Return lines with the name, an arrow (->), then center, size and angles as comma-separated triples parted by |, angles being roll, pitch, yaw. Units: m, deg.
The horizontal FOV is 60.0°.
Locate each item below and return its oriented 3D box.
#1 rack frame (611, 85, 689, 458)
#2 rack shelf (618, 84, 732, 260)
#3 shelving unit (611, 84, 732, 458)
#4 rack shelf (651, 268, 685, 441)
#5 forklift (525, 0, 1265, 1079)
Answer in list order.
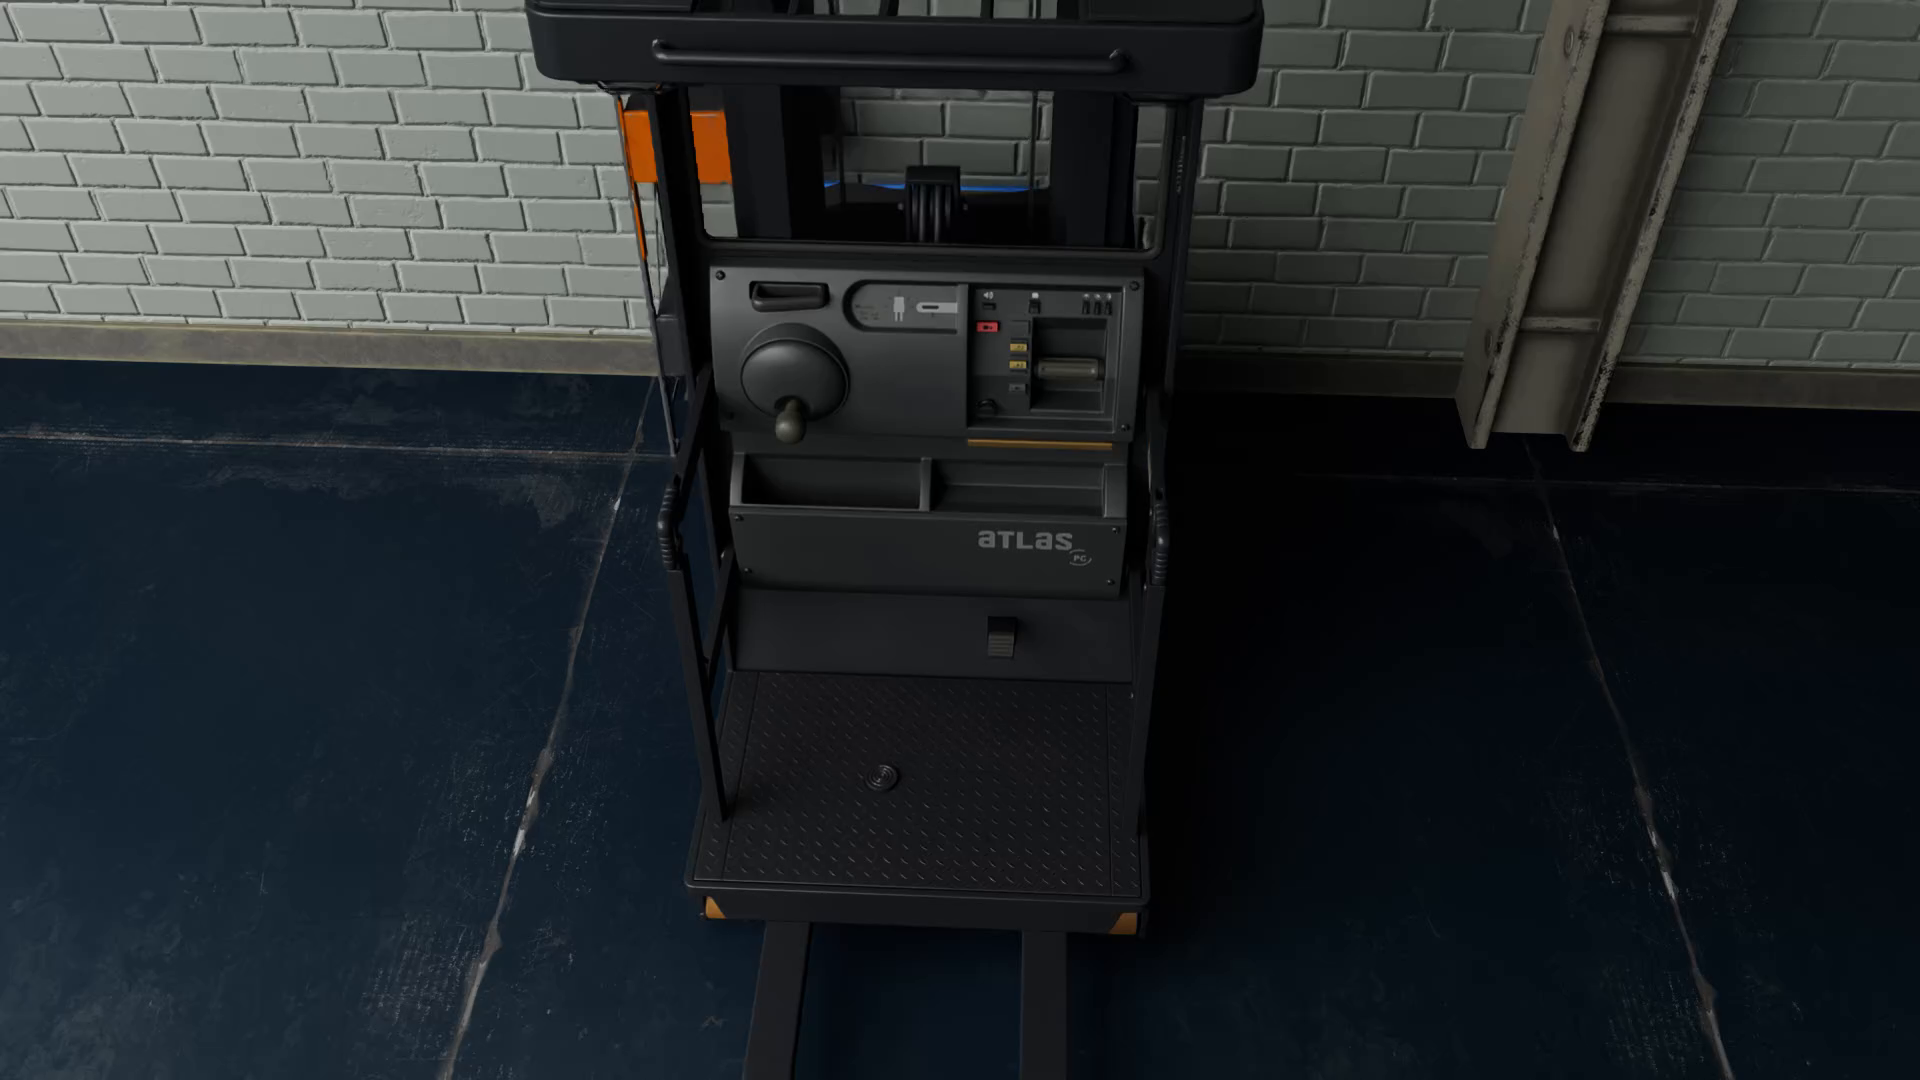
rack frame -> -0.959, -1.184, 4.976 | 0.015, 2.100, 0.400 | 0, 42, 1
rack shelf -> -0.715, -1.173, 4.981 | 0.480, 0.518, 0.431 | 0, 42, 1
shelving unit -> -0.715, -1.183, 4.972 | 0.503, 2.100, 0.431 | 0, 42, 1
rack shelf -> -0.709, -0.656, 5.454 | 0.480, 0.518, 0.431 | 0, 42, 1
forklift -> -0.081, -0.314, 3.436 | 1.130, 2.935, 3.031 | 2, 43, 2
